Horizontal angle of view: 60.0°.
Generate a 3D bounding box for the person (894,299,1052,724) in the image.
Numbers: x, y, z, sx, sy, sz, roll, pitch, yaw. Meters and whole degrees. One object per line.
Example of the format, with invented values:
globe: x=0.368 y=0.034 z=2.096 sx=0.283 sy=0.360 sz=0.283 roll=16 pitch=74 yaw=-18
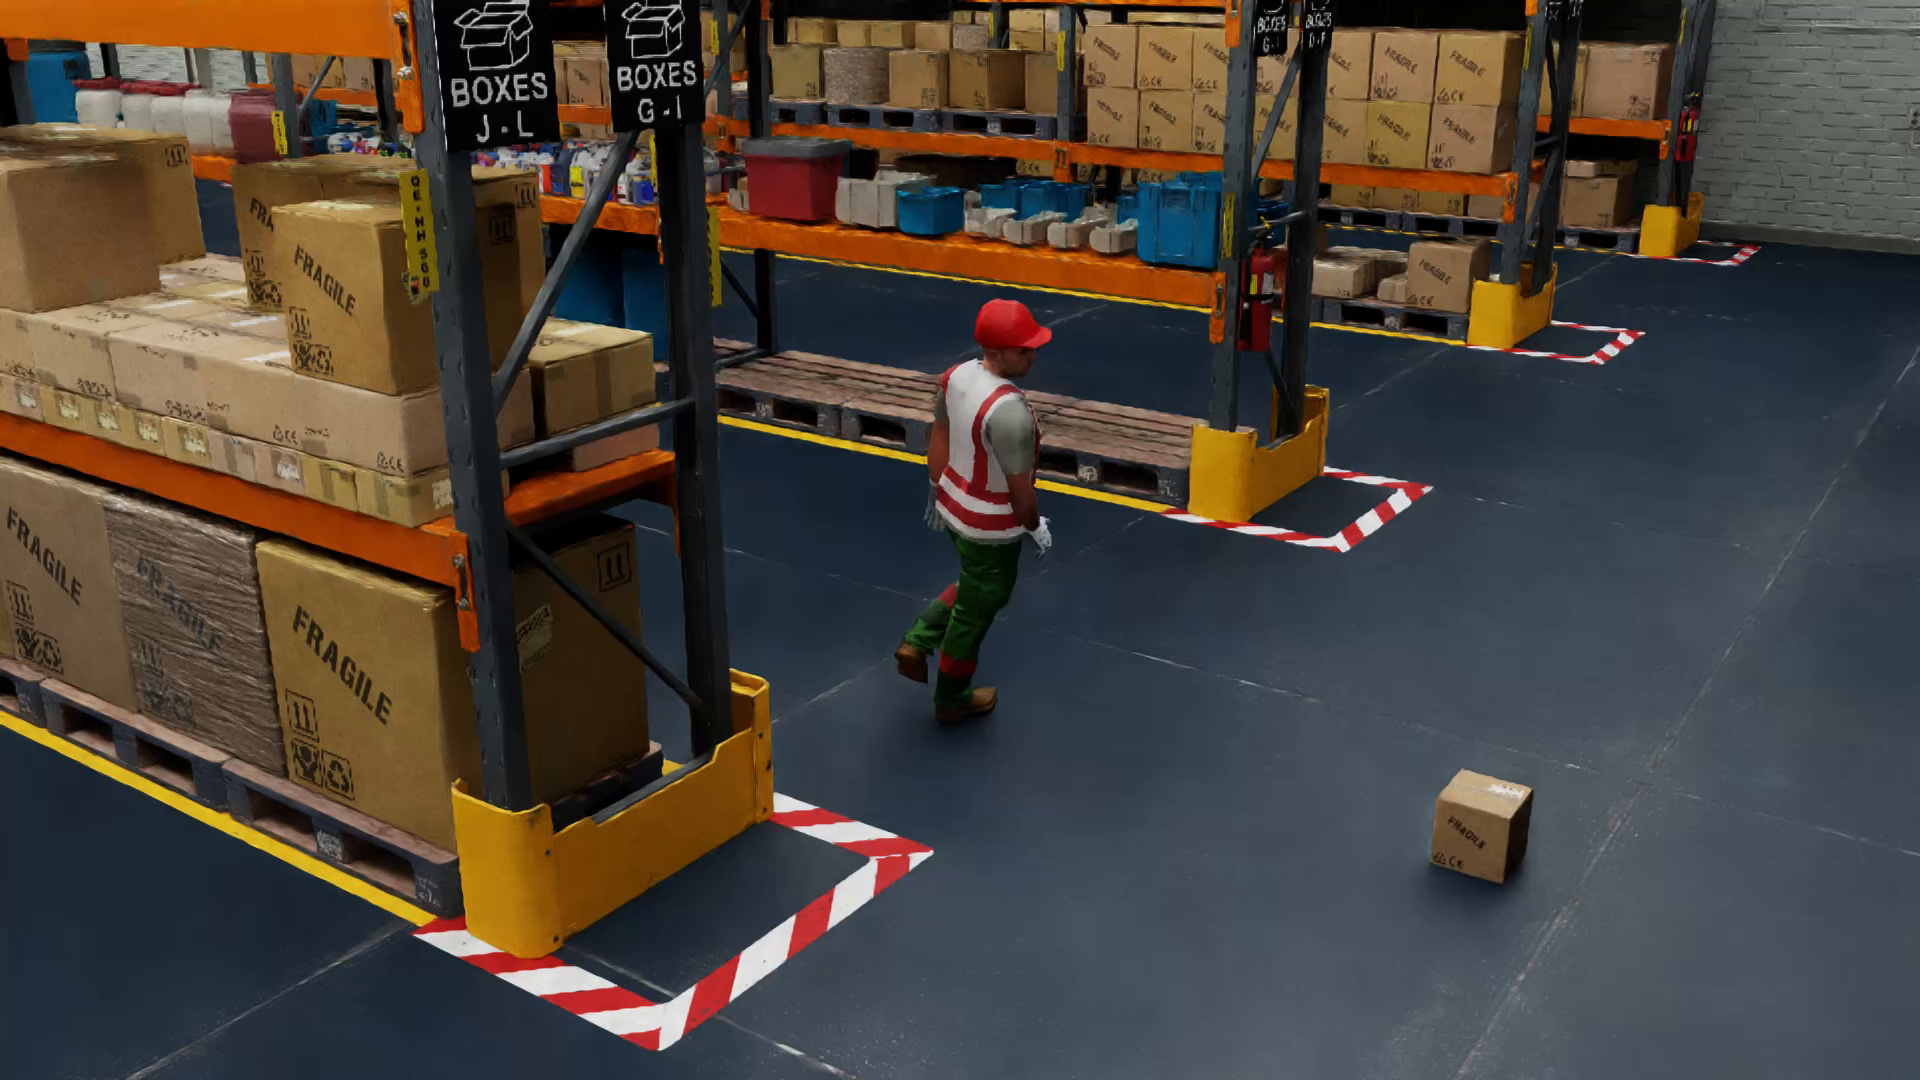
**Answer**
person: x=0.079 y=-0.075 z=6.262 sx=0.515 sy=1.748 sz=0.717 roll=-10 pitch=22 yaw=-26
